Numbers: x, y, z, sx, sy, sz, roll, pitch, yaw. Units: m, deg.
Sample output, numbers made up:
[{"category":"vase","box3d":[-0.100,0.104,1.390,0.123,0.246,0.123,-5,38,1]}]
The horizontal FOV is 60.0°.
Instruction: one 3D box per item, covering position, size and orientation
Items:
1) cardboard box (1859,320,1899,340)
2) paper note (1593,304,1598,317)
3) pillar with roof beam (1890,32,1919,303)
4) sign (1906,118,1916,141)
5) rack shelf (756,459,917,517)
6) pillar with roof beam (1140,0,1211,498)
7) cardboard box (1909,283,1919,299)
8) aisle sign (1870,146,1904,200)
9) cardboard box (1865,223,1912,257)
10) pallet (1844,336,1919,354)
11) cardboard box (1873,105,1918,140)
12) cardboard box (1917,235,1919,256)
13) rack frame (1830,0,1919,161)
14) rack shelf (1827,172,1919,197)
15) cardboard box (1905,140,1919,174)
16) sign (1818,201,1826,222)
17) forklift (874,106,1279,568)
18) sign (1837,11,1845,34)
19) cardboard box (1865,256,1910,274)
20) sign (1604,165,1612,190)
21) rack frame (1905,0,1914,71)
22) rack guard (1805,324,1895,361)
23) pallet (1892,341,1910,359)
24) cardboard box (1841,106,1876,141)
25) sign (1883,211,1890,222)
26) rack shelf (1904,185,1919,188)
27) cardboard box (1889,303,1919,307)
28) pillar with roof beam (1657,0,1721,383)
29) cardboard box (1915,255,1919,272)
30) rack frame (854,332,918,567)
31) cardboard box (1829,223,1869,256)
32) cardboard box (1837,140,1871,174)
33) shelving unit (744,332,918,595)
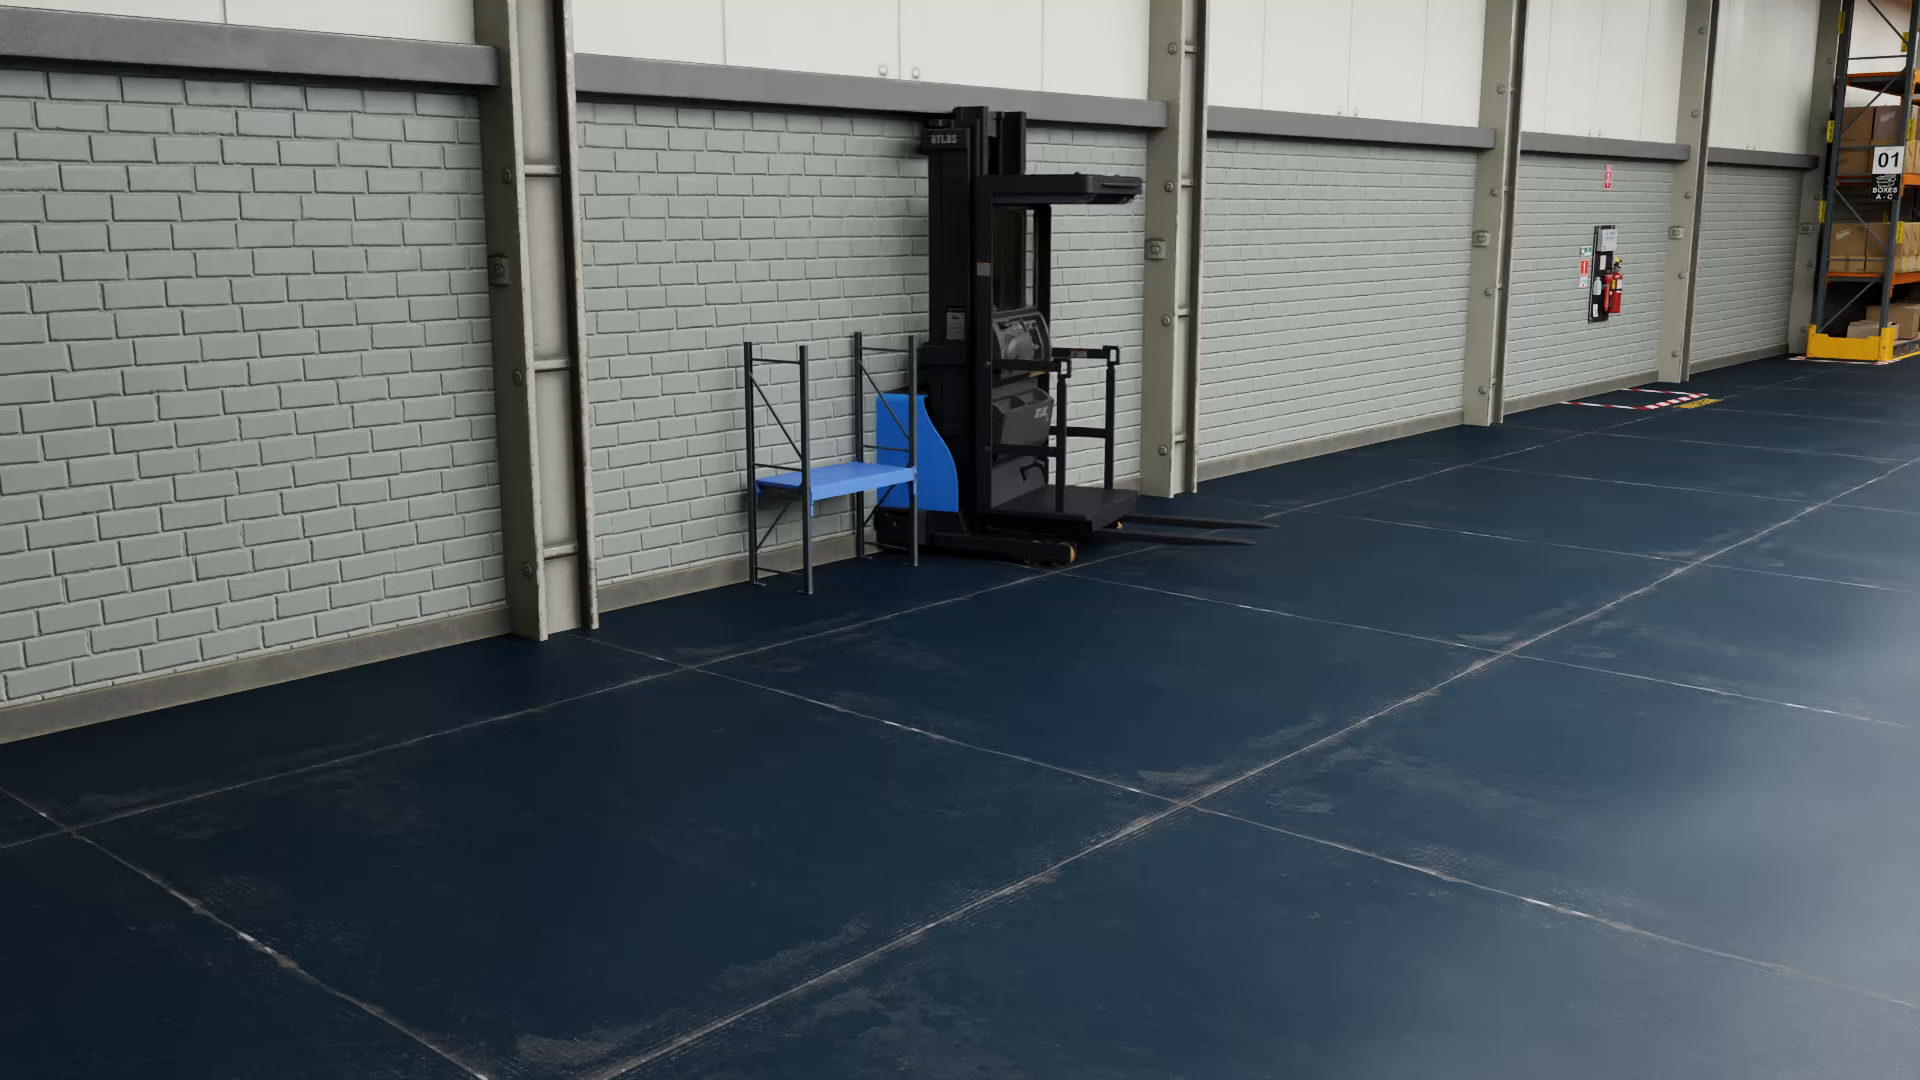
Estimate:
[{"category":"cardboard box","box3d":[14.676,-3.362,26.627,0.500,0.311,0.500,-11,15,-43]},{"category":"paper note","box3d":[7.798,-2.815,20.396,0.016,0.148,0.142,10,15,40]},{"category":"pillar with roof beam","box3d":[20.782,-7.774,27.657,9.100,9.000,0.400,10,15,40]},{"category":"sign","box3d":[14.183,-6.120,24.805,0.100,0.325,0.005,10,15,40]},{"category":"rack shelf","box3d":[-0.793,-0.338,10.495,0.538,0.185,1.000,9,14,37]},{"category":"pillar with roof beam","box3d":[4.940,-4.243,9.978,9.100,9.000,0.400,10,15,40]},{"category":"cardboard box","box3d":[17.177,-4.413,29.490,0.500,0.250,0.500,9,15,39]},{"category":"aisle sign","box3d":[13.953,-5.516,25.034,0.394,0.787,0.004,10,15,40]},{"category":"cardboard box","box3d":[14.316,-4.626,25.632,0.500,0.500,0.500,10,15,40]},{"category":"pallet","box3d":[15.194,-3.228,27.335,1.003,0.211,1.213,10,15,40]},{"category":"cardboard box","box3d":[14.212,-6.336,25.259,0.500,0.500,0.500,8,14,36]},{"category":"cardboard box","box3d":[14.996,-4.773,26.366,0.500,0.500,0.500,9,14,39]},{"category":"rack frame","box3d":[13.775,-7.233,24.948,1.000,3.000,0.127,10,15,40]},{"category":"rack shelf","box3d":[15.096,-5.703,26.786,1.077,0.370,4.000,10,15,40]},{"category":"cardboard box","box3d":[14.565,-5.912,25.687,0.500,0.500,0.500,-11,16,-44]},{"category":"sign","box3d":[13.372,-5.088,25.765,0.100,0.325,0.005,10,15,40]},{"category":"forklift","box3d":[0.603,-1.373,11.101,3.031,2.935,1.130,5,12,23]},{"category":"sign","box3d":[13.372,-7.843,25.215,0.100,0.325,0.005,10,15,40]},{"category":"cardboard box","box3d":[14.336,-4.258,25.702,0.500,0.250,0.500,9,15,39]},{"category":"sign","box3d":[7.887,-4.413,20.227,0.001,0.298,0.199,10,15,40]},{"category":"rack frame","box3d":[16.416,-7.821,27.895,1.000,3.000,0.127,10,15,40]},{"category":"rack guard","box3d":[13.826,-3.076,25.837,1.175,0.500,0.348,10,15,40]},{"category":"pallet","box3d":[14.388,-3.050,26.440,1.003,0.211,1.213,10,15,40]},{"category":"cardboard box","box3d":[13.864,-6.408,25.619,0.500,0.500,0.500,11,15,43]},{"category":"sign","box3d":[15.997,-5.518,28.725,0.100,0.325,0.005,10,15,40]},{"category":"rack shelf","box3d":[17.736,-6.292,29.732,1.077,0.370,4.000,10,15,40]},{"category":"cardboard box","box3d":[15.761,-3.711,27.894,0.500,0.500,0.500,8,14,36]},{"category":"pillar with roof beam","box3d":[12.861,-6.008,18.817,9.100,9.000,0.400,10,15,40]},{"category":"cardboard box","box3d":[15.009,-4.410,26.466,0.500,0.250,0.500,9,15,39]},{"category":"rack frame","box3d":[-0.484,-0.594,10.856,0.500,1.500,0.032,9,14,37]},{"category":"cardboard box","box3d":[13.927,-4.692,25.960,0.500,0.500,0.500,10,15,40]},{"category":"cardboard box","box3d":[13.861,-5.915,25.701,0.500,0.500,0.500,-11,16,-43]},{"category":"shelving unit","box3d":[-0.793,-0.515,10.460,0.538,1.500,1.048,9,14,37]}]
